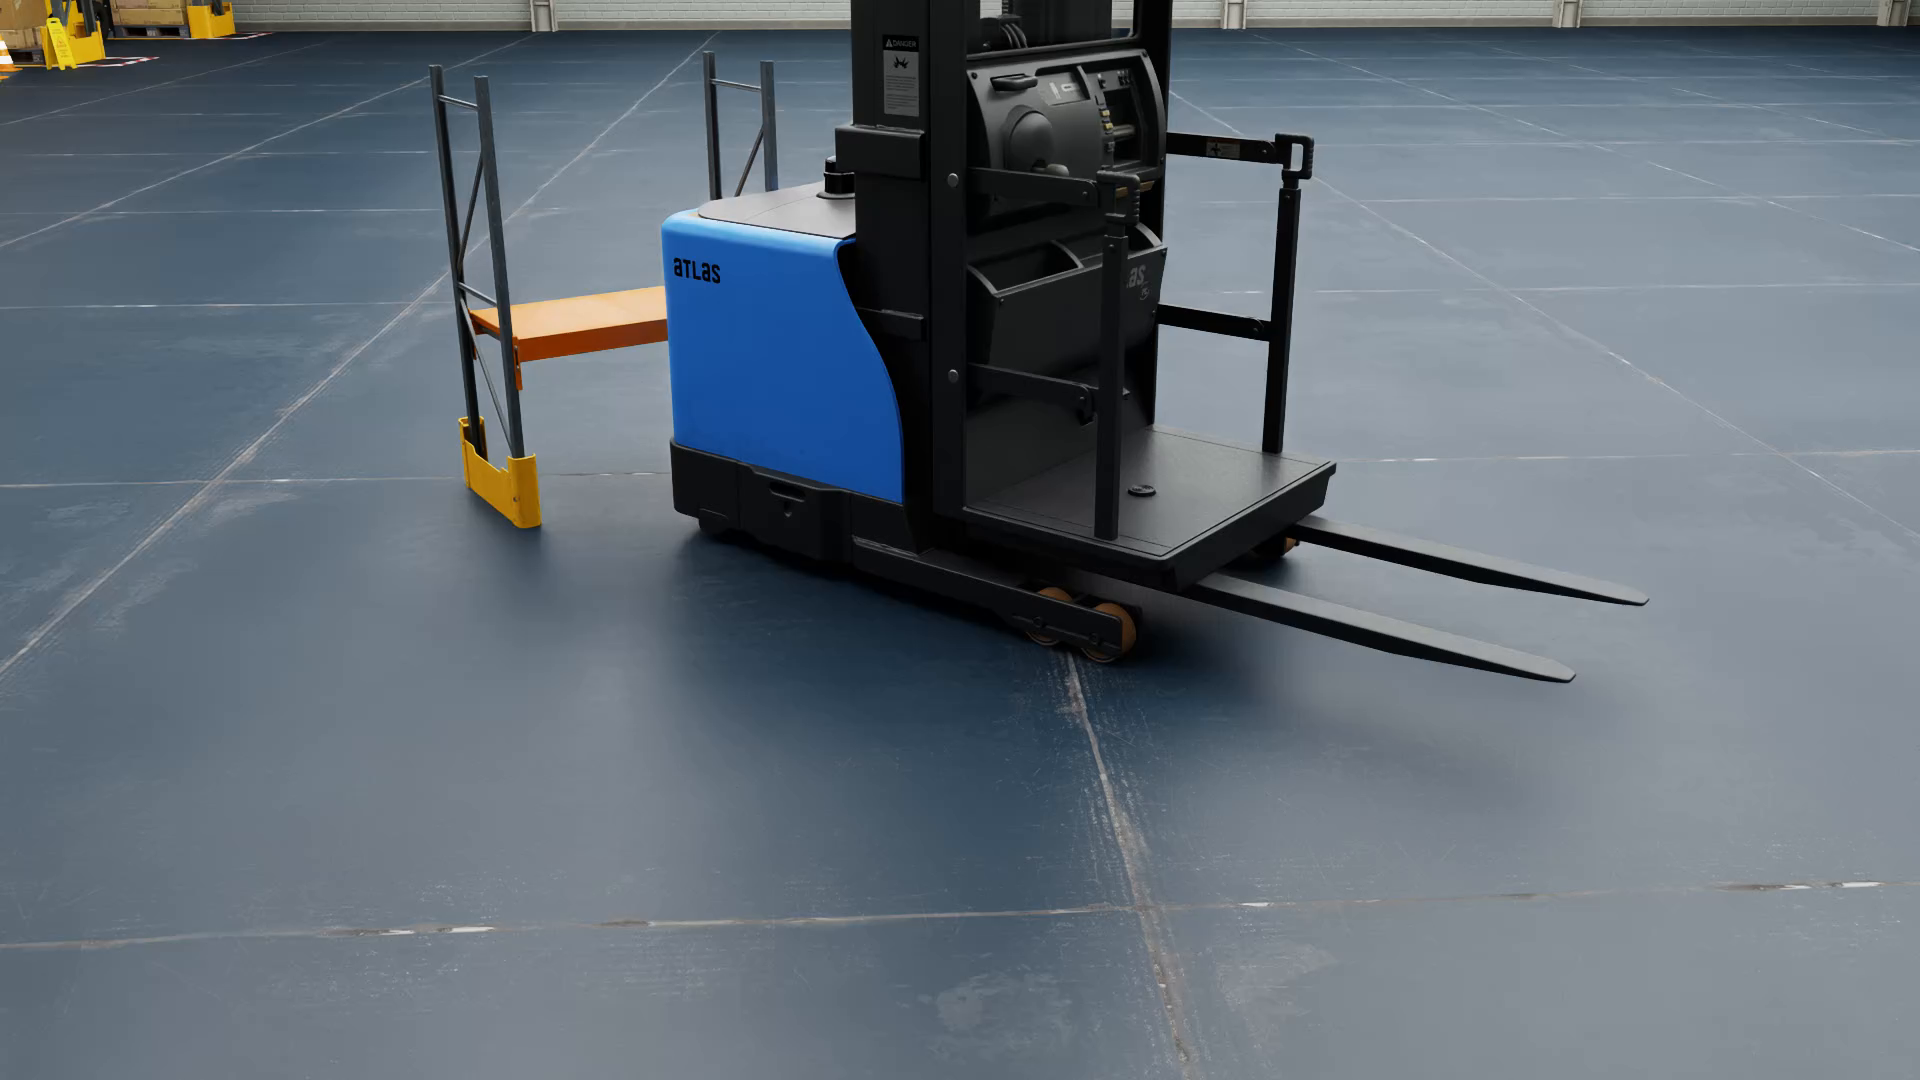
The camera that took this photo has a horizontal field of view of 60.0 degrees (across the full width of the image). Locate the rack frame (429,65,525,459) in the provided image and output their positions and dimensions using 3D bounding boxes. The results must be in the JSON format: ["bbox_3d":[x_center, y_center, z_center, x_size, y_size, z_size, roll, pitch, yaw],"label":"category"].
[{"bbox_3d":[-1.642,-0.832,5.697,0.032,1.500,0.500,-14,25,-32],"label":"rack frame"}]

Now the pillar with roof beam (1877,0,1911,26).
[{"bbox_3d":[17.042,-11.958,24.382,0.400,9.000,9.100,-1,21,-3],"label":"pillar with roof beam"}]

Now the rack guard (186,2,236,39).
[{"bbox_3d":[-12.384,-8.600,27.508,0.348,0.500,1.175,-1,21,-3],"label":"rack guard"}]

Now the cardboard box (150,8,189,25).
[{"bbox_3d":[-12.859,-8.558,27.157,0.500,0.250,0.500,-1,21,-3],"label":"cardboard box"}]

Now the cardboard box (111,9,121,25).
[{"bbox_3d":[-13.856,-8.544,27.121,0.500,0.250,0.500,-1,21,-2],"label":"cardboard box"}]

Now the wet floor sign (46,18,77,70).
[{"bbox_3d":[-11.870,-6.528,21.862,0.232,0.644,0.267,6,22,16],"label":"wet floor sign"}]

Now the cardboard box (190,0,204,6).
[{"bbox_3d":[-12.889,-8.977,27.556,0.500,0.250,0.500,-1,21,-2],"label":"cardboard box"}]

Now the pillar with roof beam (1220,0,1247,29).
[{"bbox_3d":[5.062,-11.714,23.742,0.400,9.000,9.100,-1,21,-3],"label":"pillar with roof beam"}]

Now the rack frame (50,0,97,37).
[{"bbox_3d":[-12.121,-8.005,22.431,0.127,3.000,1.000,-1,21,-3],"label":"rack frame"}]

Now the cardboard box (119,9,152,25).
[{"bbox_3d":[-13.356,-8.551,27.139,0.500,0.250,0.500,-1,21,-3],"label":"cardboard box"}]

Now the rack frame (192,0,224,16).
[{"bbox_3d":[-12.408,-9.768,27.062,0.127,3.000,1.000,-1,21,-3],"label":"rack frame"}]

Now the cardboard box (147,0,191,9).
[{"bbox_3d":[-12.876,-8.792,27.070,0.500,0.250,0.500,-1,21,-4],"label":"cardboard box"}]

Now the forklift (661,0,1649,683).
[{"bbox_3d":[0.494,-1.235,4.746,3.031,2.935,1.130,15,26,35],"label":"forklift"}]

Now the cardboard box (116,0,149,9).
[{"bbox_3d":[-13.377,-8.786,27.053,0.500,0.250,0.500,-1,21,-4],"label":"cardboard box"}]

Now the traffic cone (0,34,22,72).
[{"bbox_3d":[-12.476,-6.352,21.656,0.334,0.463,0.336,-1,21,-3],"label":"traffic cone"}]

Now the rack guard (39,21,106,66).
[{"bbox_3d":[-12.197,-6.835,22.872,0.348,0.500,1.175,-1,21,-3],"label":"rack guard"}]

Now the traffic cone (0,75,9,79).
[{"bbox_3d":[-12.074,-5.965,20.638,0.334,0.463,0.336,-1,21,-3],"label":"traffic cone"}]

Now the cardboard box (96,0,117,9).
[{"bbox_3d":[-13.892,-8.768,27.006,0.500,0.250,0.500,-2,21,-4],"label":"cardboard box"}]

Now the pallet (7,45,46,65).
[{"bbox_3d":[-13.010,-6.696,22.913,1.213,0.211,1.003,-1,21,-3],"label":"pallet"}]

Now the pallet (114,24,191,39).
[{"bbox_3d":[-13.169,-8.435,27.478,1.213,0.211,1.003,-1,21,-3],"label":"pallet"}]

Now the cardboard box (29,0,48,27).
[{"bbox_3d":[-12.966,-7.348,22.925,0.500,0.500,0.500,-2,21,-5],"label":"cardboard box"}]

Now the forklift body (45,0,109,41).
[{"bbox_3d":[-14.197,-8.685,25.410,1.214,2.155,2.313,-1,21,-3],"label":"forklift body"}]

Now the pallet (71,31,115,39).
[{"bbox_3d":[-14.384,-8.411,27.416,1.213,0.211,1.003,-1,21,-3],"label":"pallet"}]

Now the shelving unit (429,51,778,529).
[{"bbox_3d":[-1.229,-0.931,5.960,1.083,1.500,0.587,-14,25,-32],"label":"shelving unit"}]

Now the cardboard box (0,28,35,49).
[{"bbox_3d":[-12.936,-6.804,22.550,0.500,0.250,0.500,-1,21,-3],"label":"cardboard box"}]

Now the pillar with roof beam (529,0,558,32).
[{"bbox_3d":[-6.918,-11.470,23.102,0.400,9.000,9.100,-1,21,-3],"label":"pillar with roof beam"}]

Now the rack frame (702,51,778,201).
[{"bbox_3d":[-0.801,-1.035,6.231,0.032,1.500,0.500,-14,25,-32],"label":"rack frame"}]

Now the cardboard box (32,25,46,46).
[{"bbox_3d":[-12.942,-6.998,23.060,0.500,0.250,0.500,-1,21,-3],"label":"cardboard box"}]

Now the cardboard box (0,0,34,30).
[{"bbox_3d":[-12.906,-7.158,22.426,0.500,0.500,0.500,-1,21,-3],"label":"cardboard box"}]

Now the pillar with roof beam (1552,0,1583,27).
[{"bbox_3d":[11.052,-11.836,24.062,0.400,9.000,9.100,-1,21,-3],"label":"pillar with roof beam"}]

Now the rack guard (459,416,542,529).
[{"bbox_3d":[-1.641,-0.248,5.920,0.087,0.250,0.587,-14,25,-32],"label":"rack guard"}]

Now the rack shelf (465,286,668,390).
[{"bbox_3d":[-1.221,-0.765,6.028,1.000,0.185,0.538,-14,25,-32],"label":"rack shelf"}]
